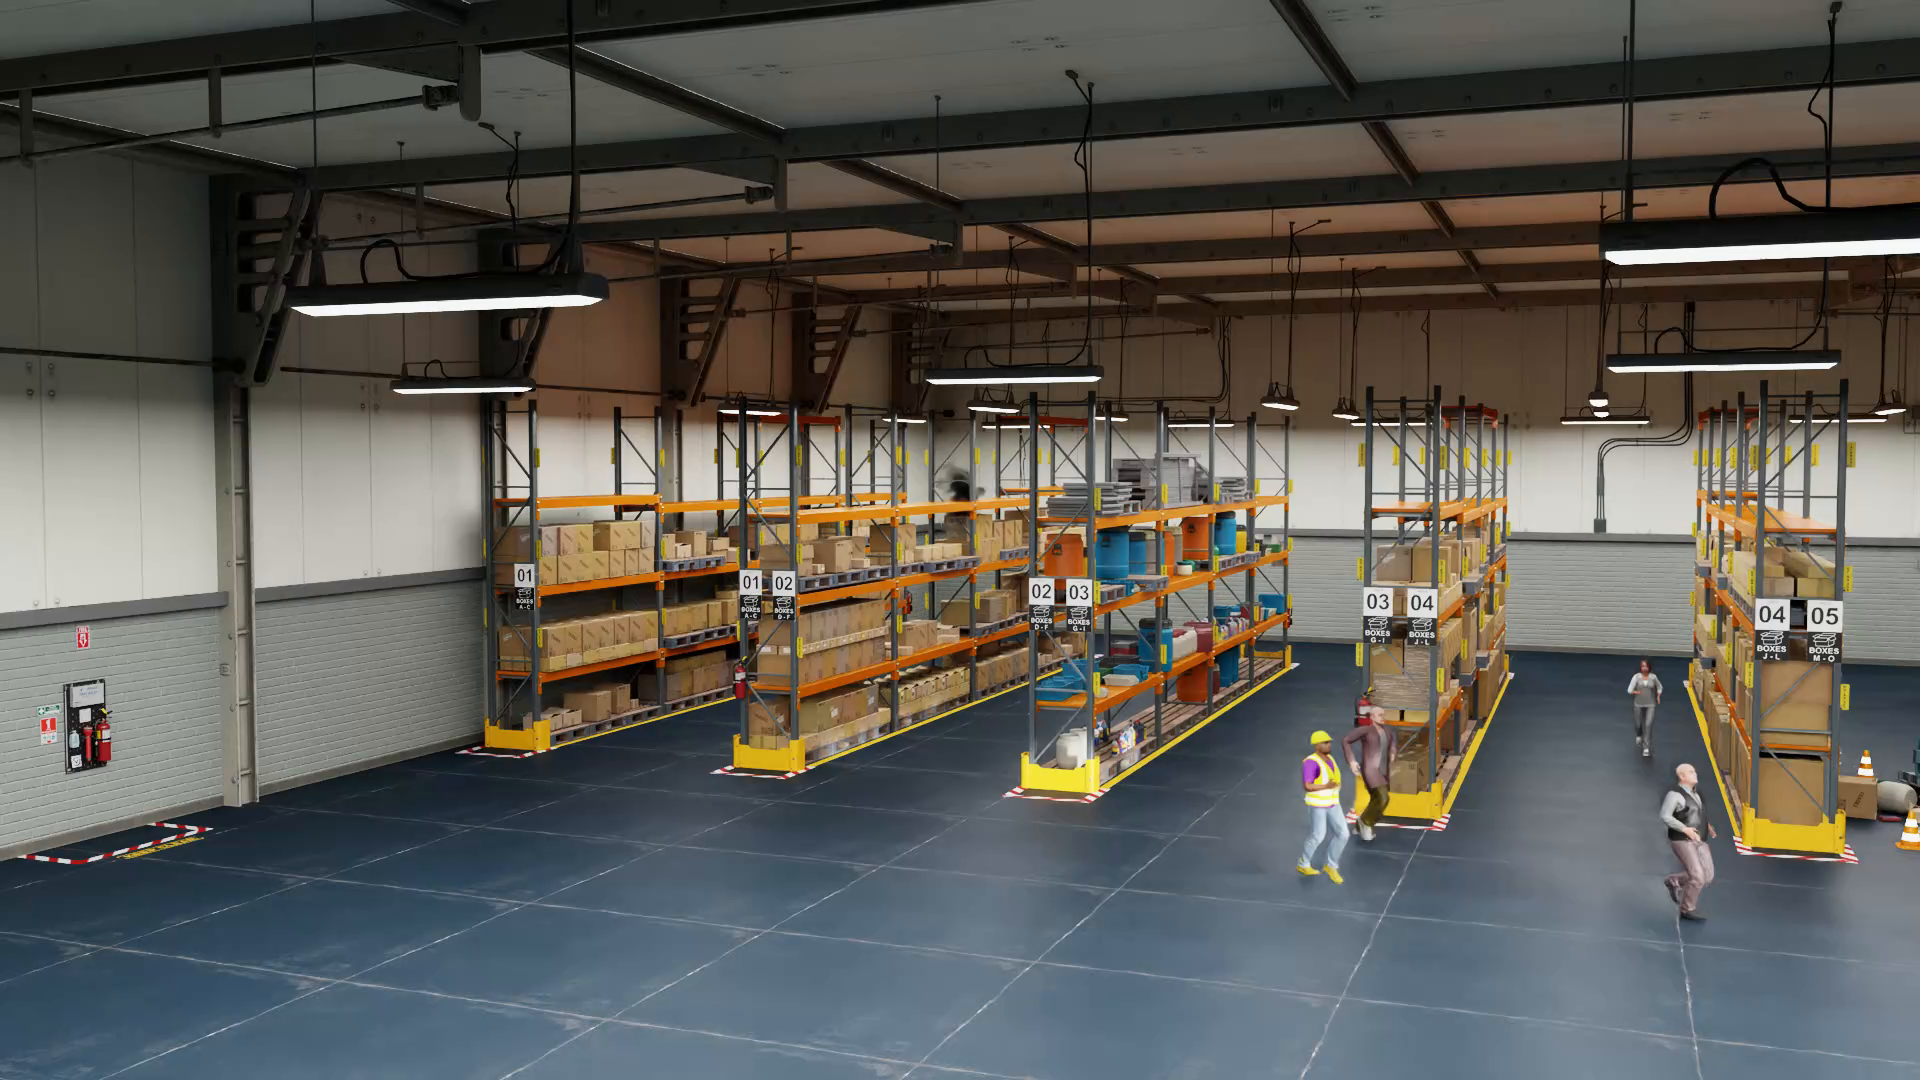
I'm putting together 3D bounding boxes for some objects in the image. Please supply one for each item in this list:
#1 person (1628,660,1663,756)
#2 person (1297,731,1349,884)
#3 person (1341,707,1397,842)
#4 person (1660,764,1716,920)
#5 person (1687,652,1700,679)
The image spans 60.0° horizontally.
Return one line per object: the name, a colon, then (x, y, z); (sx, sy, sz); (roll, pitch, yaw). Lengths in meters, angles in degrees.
person: (11.556, 2.808, 28.060); (0.545, 1.573, 0.883); (1, 3, 24)
person: (4.298, 3.155, 19.619); (0.673, 1.812, 0.706); (-2, 4, -38)
person: (5.430, 3.059, 21.734); (0.700, 1.743, 0.635); (-2, 4, -37)
person: (7.906, 3.269, 18.114); (0.657, 1.671, 0.612); (-2, 3, -32)
person: (16.820, 2.311, 37.423); (0.812, 1.712, 0.724); (1, 3, 22)
